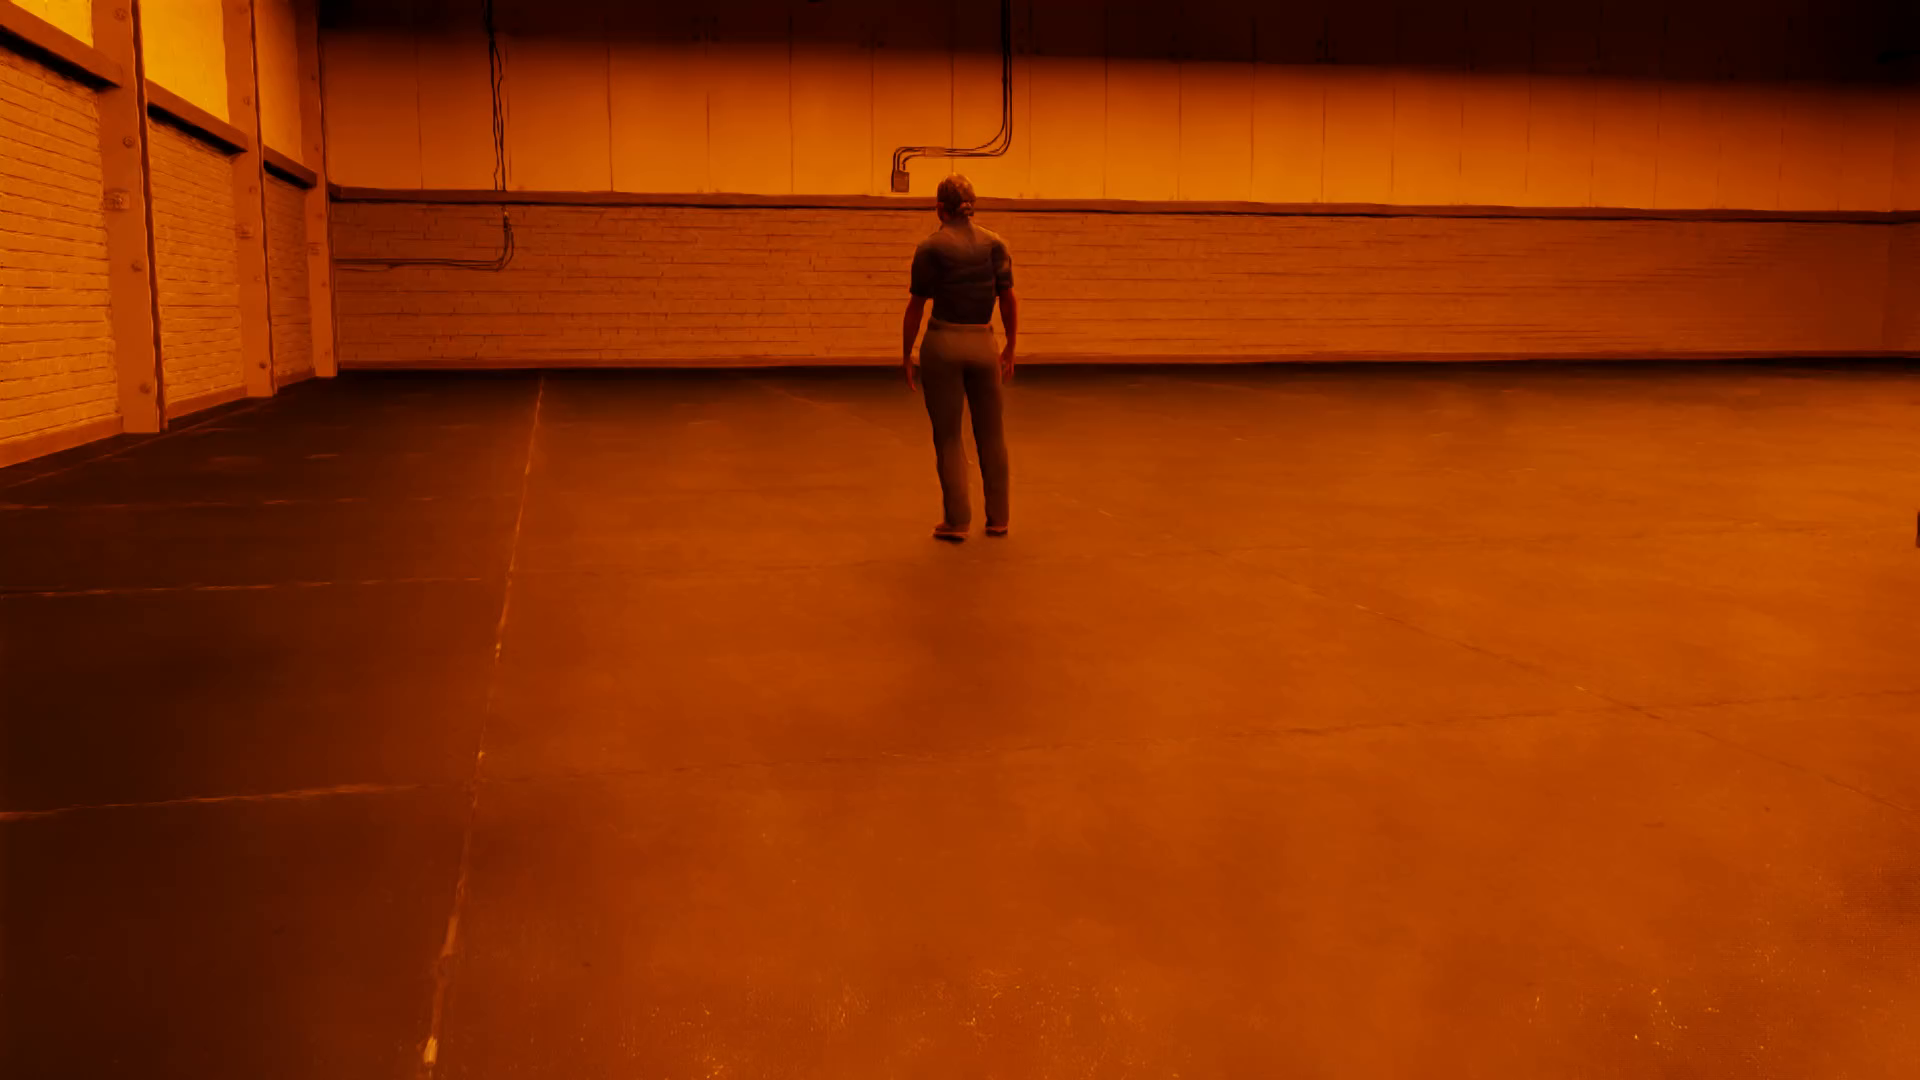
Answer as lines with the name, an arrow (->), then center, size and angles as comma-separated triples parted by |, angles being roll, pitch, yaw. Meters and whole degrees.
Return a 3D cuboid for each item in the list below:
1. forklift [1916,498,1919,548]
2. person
forklift -> 5.357, -1.238, 5.978 | 3.031, 2.935, 1.130 | 2, 8, 16
person -> -0.001, -0.839, 7.680 | 0.570, 1.654, 0.503 | -2, 8, -13
